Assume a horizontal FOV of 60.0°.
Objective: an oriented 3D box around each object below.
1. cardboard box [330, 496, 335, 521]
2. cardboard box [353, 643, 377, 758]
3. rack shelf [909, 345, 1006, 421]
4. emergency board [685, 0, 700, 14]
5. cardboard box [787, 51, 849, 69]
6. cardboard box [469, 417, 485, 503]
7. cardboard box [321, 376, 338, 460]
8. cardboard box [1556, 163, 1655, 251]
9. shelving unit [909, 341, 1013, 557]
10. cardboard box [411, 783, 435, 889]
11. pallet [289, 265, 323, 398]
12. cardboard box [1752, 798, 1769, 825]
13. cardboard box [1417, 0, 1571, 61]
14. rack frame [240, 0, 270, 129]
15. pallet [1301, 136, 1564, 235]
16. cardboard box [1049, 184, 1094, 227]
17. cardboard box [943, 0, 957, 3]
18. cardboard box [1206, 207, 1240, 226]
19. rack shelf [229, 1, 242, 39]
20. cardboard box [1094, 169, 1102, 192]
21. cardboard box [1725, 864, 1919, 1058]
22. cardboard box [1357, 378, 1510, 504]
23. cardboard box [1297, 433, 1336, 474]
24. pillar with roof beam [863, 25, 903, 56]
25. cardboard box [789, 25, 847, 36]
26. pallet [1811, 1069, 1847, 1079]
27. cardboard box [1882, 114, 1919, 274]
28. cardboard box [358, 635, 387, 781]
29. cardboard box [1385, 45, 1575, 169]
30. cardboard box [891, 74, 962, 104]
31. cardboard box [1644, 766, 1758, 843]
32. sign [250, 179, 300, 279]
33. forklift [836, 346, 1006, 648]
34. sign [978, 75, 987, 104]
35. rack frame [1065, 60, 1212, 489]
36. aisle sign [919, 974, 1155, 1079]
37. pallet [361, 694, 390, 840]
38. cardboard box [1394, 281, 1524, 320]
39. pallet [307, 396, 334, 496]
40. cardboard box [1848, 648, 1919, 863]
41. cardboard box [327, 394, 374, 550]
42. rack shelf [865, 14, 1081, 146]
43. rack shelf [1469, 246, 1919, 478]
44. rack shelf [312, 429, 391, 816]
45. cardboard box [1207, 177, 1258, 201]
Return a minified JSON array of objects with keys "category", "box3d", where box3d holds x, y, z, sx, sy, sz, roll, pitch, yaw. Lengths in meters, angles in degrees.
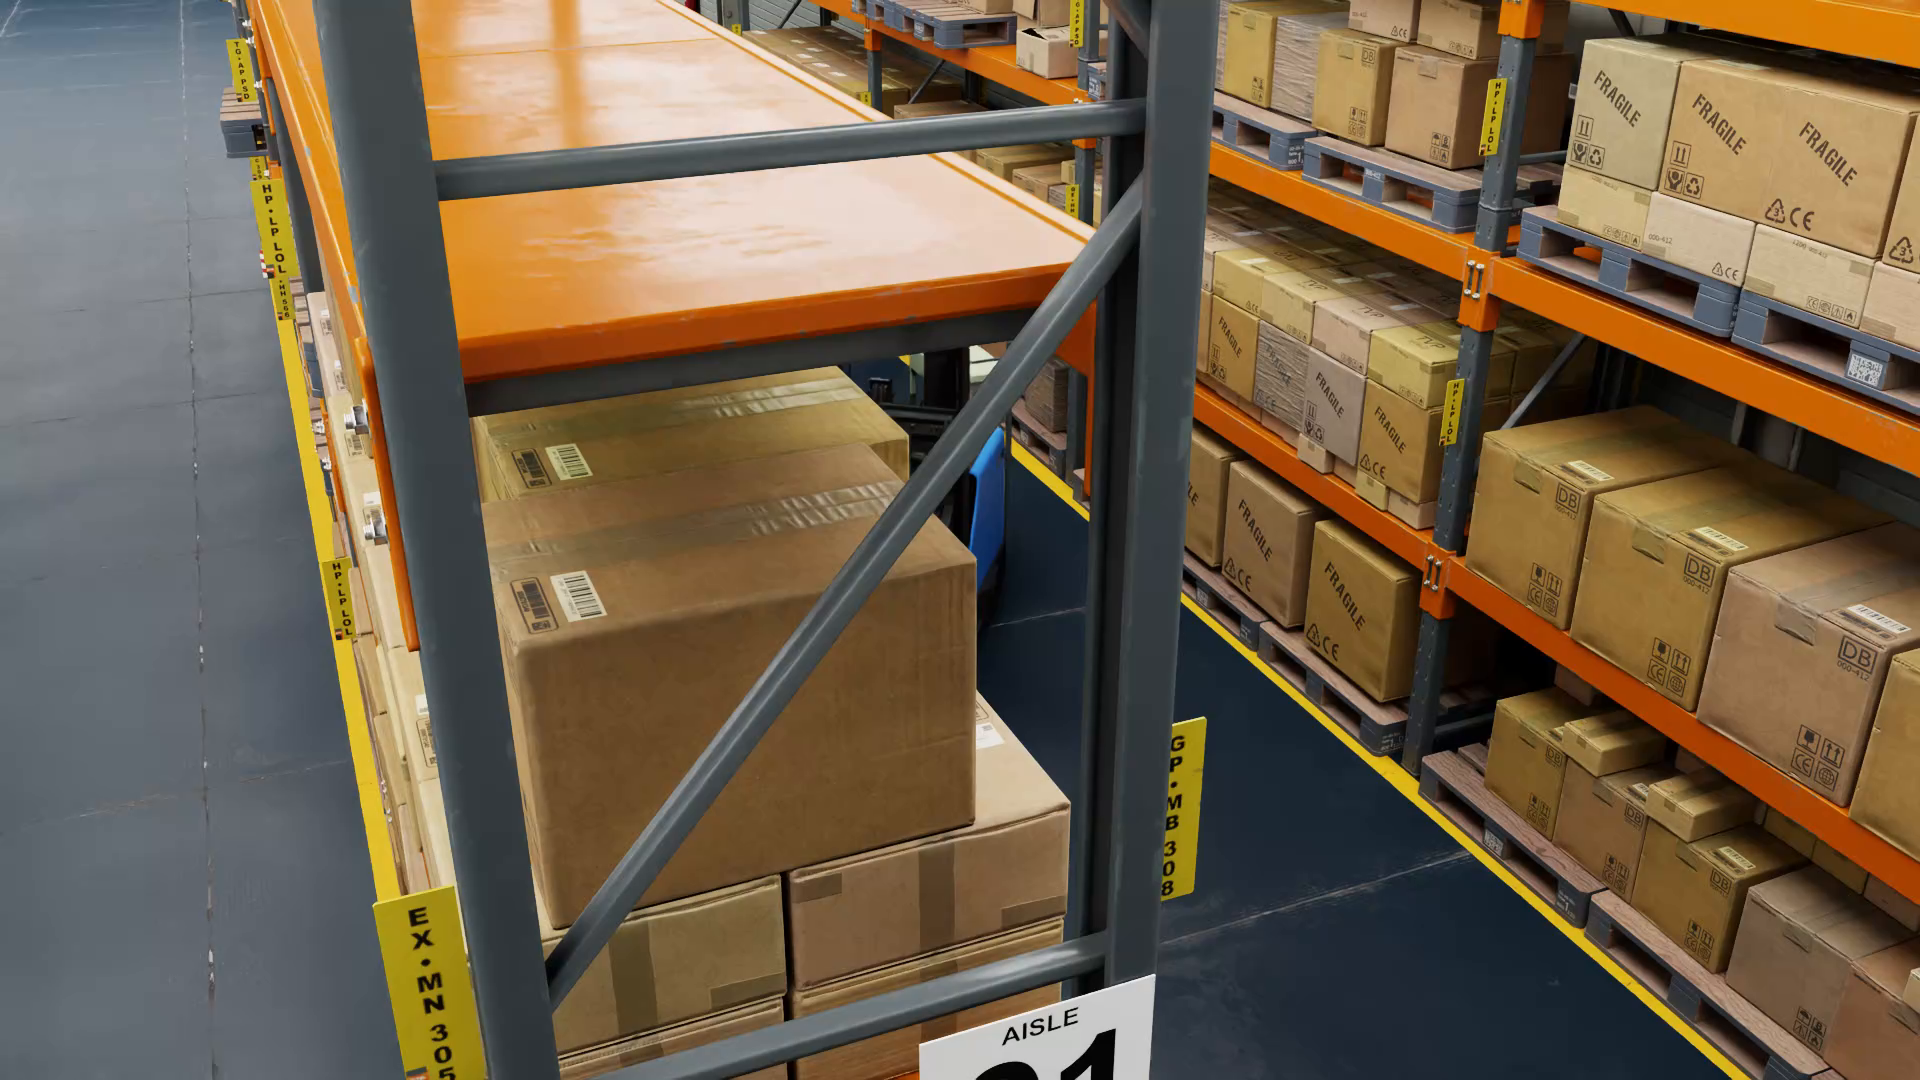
[{"category":"cardboard box","box3d":[-3.740,-0.349,10.562,0.500,0.311,0.500,-10,28,-19]},{"category":"cardboard box","box3d":[-2.782,0.807,8.525,0.500,0.500,0.500,-12,28,-22]},{"category":"rack shelf","box3d":[-0.001,-1.031,10.762,0.431,0.370,0.720,-11,28,-21]},{"category":"emergency board","box3d":[-4.097,-8.349,24.932,0.194,1.169,0.643,-11,28,-21]},{"category":"cardboard box","box3d":[-1.380,-4.474,16.288,0.500,0.500,0.500,-10,28,-19]},{"category":"cardboard box","box3d":[-0.804,-0.192,3.551,0.700,0.500,0.500,-11,28,-21]},{"category":"cardboard box","box3d":[-1.779,-0.402,5.406,0.500,0.250,0.500,-11,28,-21]},{"category":"cardboard box","box3d":[2.843,-1.402,6.863,0.500,0.250,0.500,-11,28,-21]},{"category":"shelving unit","box3d":[-0.001,-0.680,10.934,0.431,1.500,0.755,-11,28,-21]},{"category":"cardboard box","box3d":[-0.805,0.609,3.337,0.500,0.250,0.500,-11,28,-21]},{"category":"pallet","box3d":[-1.932,-0.899,6.467,1.213,0.211,1.003,-11,28,-21]},{"category":"cardboard box","box3d":[3.550,1.078,7.254,0.380,0.149,0.250,-10,28,-20]},{"category":"cardboard box","box3d":[2.591,-2.518,8.099,0.500,0.250,0.500,-9,27,-17]},{"category":"rack frame","box3d":[-3.308,-3.671,8.511,1.000,3.000,0.127,-11,28,-21]},{"category":"pallet","box3d":[2.411,-1.836,8.391,0.805,0.209,1.217,-12,28,-23]},{"category":"cardboard box","box3d":[1.055,-2.258,11.841,0.700,0.500,0.500,-14,29,-27]},{"category":"cardboard box","box3d":[0.064,-4.456,13.161,0.500,0.311,0.500,-10,28,-19]},{"category":"cardboard box","box3d":[1.400,-1.908,10.408,0.500,0.250,0.500,-11,28,-21]},{"category":"rack shelf","box3d":[-5.658,-4.422,14.288,1.077,0.370,4.000,-11,28,-21]},{"category":"cardboard box","box3d":[1.086,-2.496,11.588,0.380,0.149,0.250,-15,30,-27]},{"category":"cardboard box","box3d":[3.622,1.666,6.788,0.700,0.500,0.500,-12,28,-22]},{"category":"cardboard box","box3d":[2.402,-0.543,8.468,0.500,0.500,0.500,-11,28,-21]},{"category":"cardboard box","box3d":[2.084,-0.503,9.125,0.380,0.149,0.250,-11,28,-21]},{"category":"pillar with roof beam","box3d":[-4.775,-6.879,15.083,9.100,9.000,0.400,-11,28,-21]},{"category":"cardboard box","box3d":[-1.504,-5.182,17.738,0.500,0.500,0.500,-11,28,-21]},{"category":"pallet","box3d":[3.996,2.346,6.205,1.003,0.211,1.213,-11,28,-21]},{"category":"cardboard box","box3d":[3.446,-1.111,5.411,0.500,0.500,0.500,-12,28,-23]},{"category":"cardboard box","box3d":[-1.613,0.593,5.364,0.500,0.500,0.500,-11,28,-22]},{"category":"cardboard box","box3d":[2.571,-2.177,8.256,0.700,0.500,0.500,-12,29,-23]},{"category":"cardboard box","box3d":[-0.310,-3.946,15.207,0.500,0.500,0.500,-11,28,-22]},{"category":"cardboard box","box3d":[3.184,1.130,7.147,0.380,0.149,0.250,-11,28,-22]},{"category":"sign","box3d":[-2.251,-1.020,5.464,0.100,0.325,0.005,-11,28,-21]},{"category":"forklift","box3d":[-0.544,-0.461,8.927,1.129,2.867,3.031,6,27,12]},{"category":"sign","box3d":[0.191,-4.059,14.826,0.100,0.325,0.005,-11,28,-21]},{"category":"rack frame","box3d":[1.249,-1.827,11.574,1.000,3.000,0.127,-11,28,-21]},{"category":"aisle sign","box3d":[0.122,1.064,2.689,0.394,0.787,0.004,-11,28,-21]},{"category":"pallet","box3d":[-2.577,1.078,8.802,1.003,0.211,1.213,-11,28,-21]},{"category":"cardboard box","box3d":[2.664,-1.178,8.913,0.500,0.250,0.500,-10,28,-20]},{"category":"pallet","box3d":[-2.978,-0.627,9.334,1.213,0.211,1.003,-11,28,-21]},{"category":"cardboard box","box3d":[3.877,0.771,5.909,0.980,0.700,0.700,-11,28,-21]},{"category":"cardboard box","box3d":[-1.397,-0.221,4.466,0.500,0.250,0.500,-11,28,-21]},{"category":"rack shelf","box3d":[0.465,-3.659,12.727,1.077,0.370,4.000,-11,28,-21]},{"category":"rack shelf","box3d":[3.598,-0.430,6.113,1.077,0.370,4.000,-11,28,-21]},{"category":"rack shelf","box3d":[-2.525,0.156,8.332,1.077,0.370,4.000,-11,28,-21]},{"category":"cardboard box","box3d":[1.665,-2.213,11.034,0.500,0.250,0.500,-10,28,-19]}]
